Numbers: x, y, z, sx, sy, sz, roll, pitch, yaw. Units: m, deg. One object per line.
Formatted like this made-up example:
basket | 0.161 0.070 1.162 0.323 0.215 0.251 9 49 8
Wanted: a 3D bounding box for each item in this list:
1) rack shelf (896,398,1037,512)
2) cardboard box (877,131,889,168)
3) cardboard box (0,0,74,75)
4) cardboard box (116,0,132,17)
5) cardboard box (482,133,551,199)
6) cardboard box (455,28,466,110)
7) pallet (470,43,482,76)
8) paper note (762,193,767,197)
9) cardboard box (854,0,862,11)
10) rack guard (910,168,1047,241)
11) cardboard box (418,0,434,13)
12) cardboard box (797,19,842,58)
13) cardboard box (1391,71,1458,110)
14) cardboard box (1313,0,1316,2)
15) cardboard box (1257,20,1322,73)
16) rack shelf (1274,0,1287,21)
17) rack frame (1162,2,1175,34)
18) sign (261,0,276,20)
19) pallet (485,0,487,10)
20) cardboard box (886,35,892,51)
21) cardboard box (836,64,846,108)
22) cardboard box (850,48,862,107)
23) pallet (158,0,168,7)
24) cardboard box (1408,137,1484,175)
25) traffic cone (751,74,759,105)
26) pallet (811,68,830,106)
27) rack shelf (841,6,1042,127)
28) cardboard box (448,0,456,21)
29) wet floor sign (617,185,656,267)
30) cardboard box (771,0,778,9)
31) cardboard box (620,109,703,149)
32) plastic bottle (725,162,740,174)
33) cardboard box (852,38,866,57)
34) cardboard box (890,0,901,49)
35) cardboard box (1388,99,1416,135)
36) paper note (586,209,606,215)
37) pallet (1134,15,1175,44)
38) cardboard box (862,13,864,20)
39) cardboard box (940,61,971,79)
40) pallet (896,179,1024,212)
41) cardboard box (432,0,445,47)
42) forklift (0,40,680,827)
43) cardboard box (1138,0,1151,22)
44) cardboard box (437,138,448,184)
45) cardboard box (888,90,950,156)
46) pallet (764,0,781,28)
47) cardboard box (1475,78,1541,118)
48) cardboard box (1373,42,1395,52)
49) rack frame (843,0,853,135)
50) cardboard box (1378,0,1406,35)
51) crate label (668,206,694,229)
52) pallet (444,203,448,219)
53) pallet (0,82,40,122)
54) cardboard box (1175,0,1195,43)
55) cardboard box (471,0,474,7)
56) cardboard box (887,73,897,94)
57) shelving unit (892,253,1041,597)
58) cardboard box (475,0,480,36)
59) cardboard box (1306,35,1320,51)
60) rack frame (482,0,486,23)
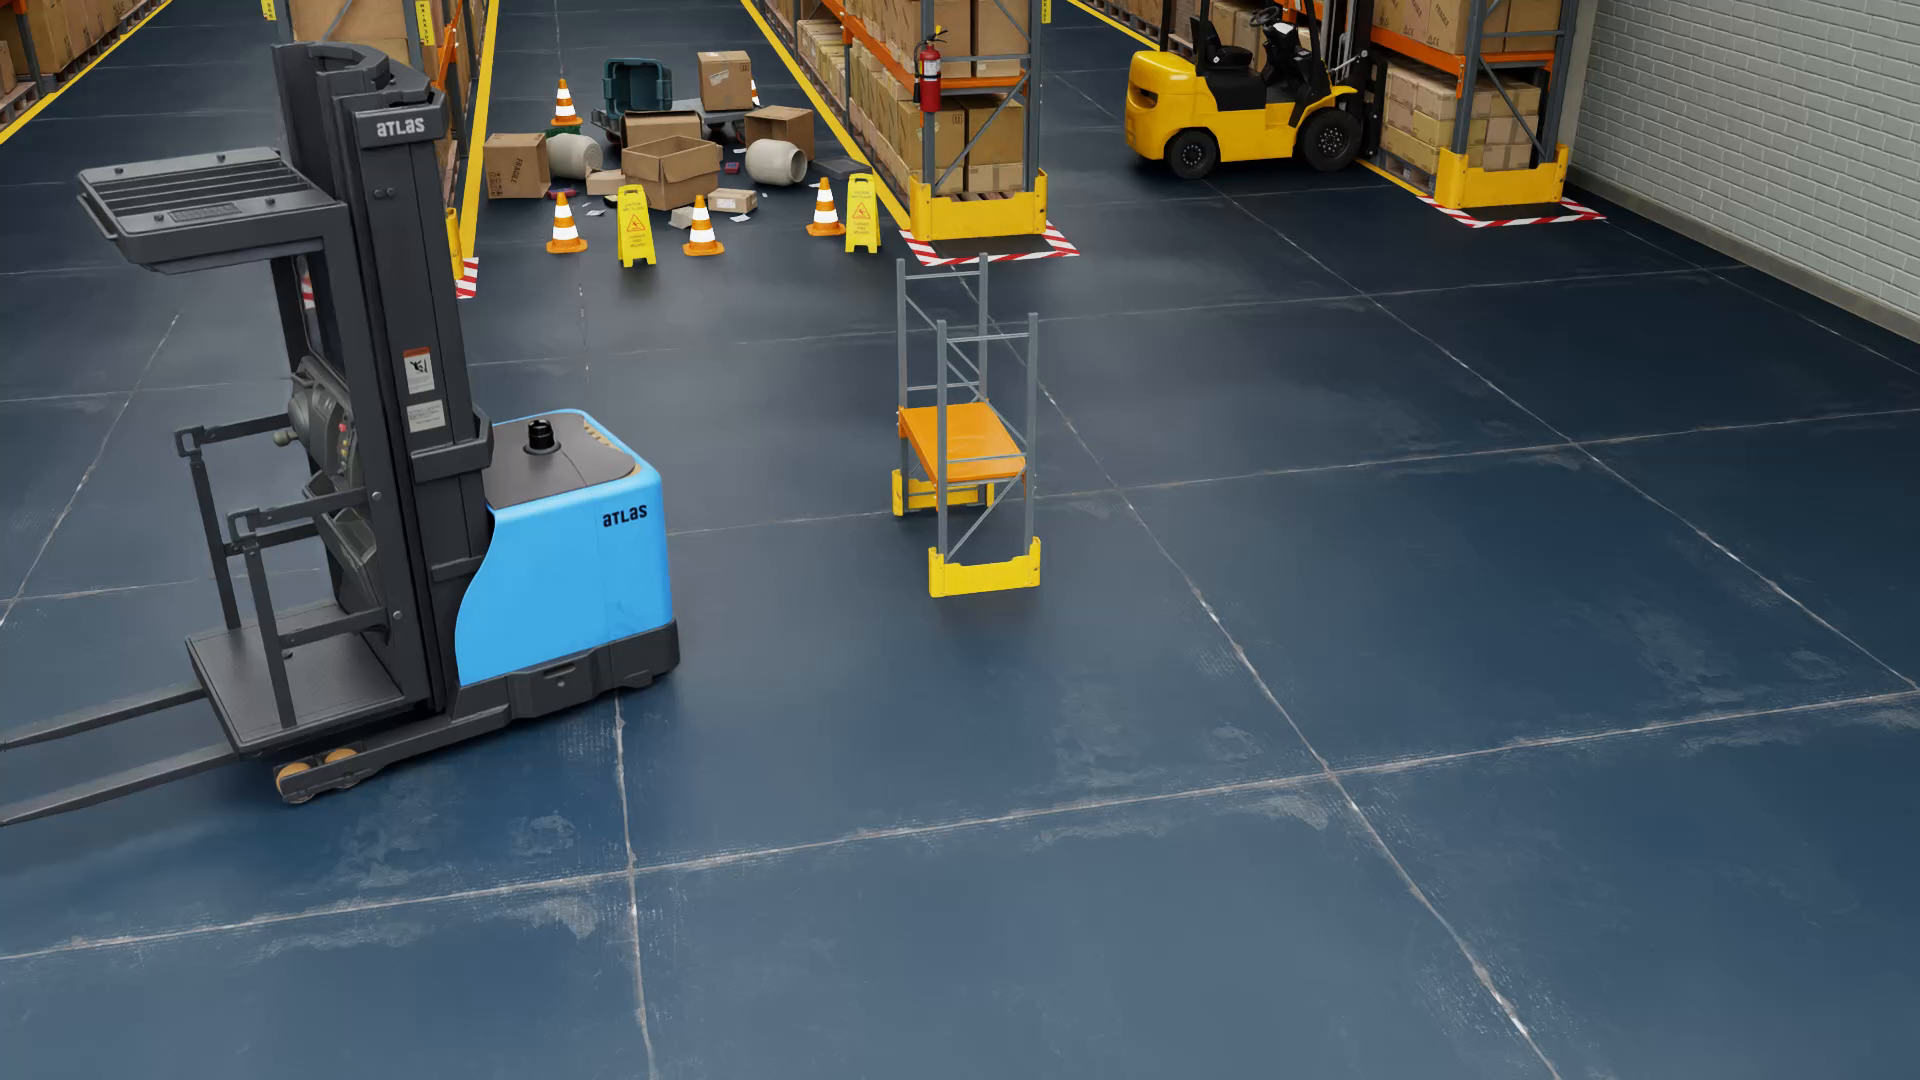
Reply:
rack shelf | 0.019 -0.472 8.919 0.538 0.185 1.000 -6 27 -12
cardboard box | -0.499 -3.759 15.954 0.500 0.250 0.500 -7 28 -13
cardboard box | -11.416 -6.064 19.826 1.225 0.875 0.875 -7 28 -14
cardboard box | -12.253 -7.812 23.291 0.875 0.875 0.875 -6 27 -12
cardboard box | -4.174 -3.531 15.688 0.500 0.500 0.500 -1 27 -3
cardboard box | -5.965 -5.093 18.043 1.050 0.750 0.750 -6 27 -12
pallet | -6.600 -6.077 21.056 1.003 0.211 1.213 -6 27 -12
paper note | -1.842 -3.255 15.688 0.032 0.001 0.123 -6 27 -12
cardboard box | -0.761 -5.508 16.392 0.500 0.500 0.500 -6 27 -12
rack guard | 0.160 -2.931 14.503 1.175 0.500 0.348 -6 27 -12
cardboard box | -4.876 -4.674 13.817 0.875 0.550 0.550 -6 27 -12
cardboard box | -1.508 -6.291 20.836 0.950 0.372 0.625 -8 28 -15
cardboard box | 4.484 -4.320 15.956 0.500 0.250 0.500 -5 27 -11
cardboard box | 3.957 -6.099 17.893 0.500 0.500 0.500 -7 28 -13
cardboard box | 3.983 -5.631 19.247 0.875 0.625 0.625 -5 27 -9
rack shelf | 3.660 -6.832 20.256 1.077 0.370 4.000 -6 27 -12
rack frame | 3.210 -8.032 21.834 1.000 3.000 0.127 -6 27 -12
sign | -5.154 -4.041 12.378 0.100 0.325 0.005 -6 27 -12
pallet | -7.791 -8.318 25.496 1.003 0.211 1.213 -6 27 -12
cardboard box | -0.472 -4.599 15.311 0.380 0.149 0.250 -6 27 -12
cardboard box | -0.845 -5.014 18.306 0.950 0.372 0.625 -6 27 -11
cardboard box | -0.854 -4.778 17.141 0.500 0.500 0.500 -5 27 -9
pallet | -12.827 -8.444 25.745 1.003 0.211 1.213 -6 27 -12
cardboard box | 4.599 -3.654 15.745 0.500 0.250 0.500 -6 27 -11
traffic cone | -2.367 -5.040 18.721 0.336 0.463 0.334 -6 27 -12
pallet | -1.179 -5.403 19.721 1.003 0.211 1.213 -6 27 -12
rack shelf | -0.273 -4.571 15.775 1.077 0.370 4.000 -6 27 -12
cardboard box | -5.380 -5.526 16.758 0.500 0.500 0.500 -6 27 -11
wet floor sign | -2.687 -2.604 13.693 0.267 0.644 0.232 -11 29 -20
cardboard box | -2.309 -8.257 24.172 0.875 0.875 0.875 -5 27 -10
cardboard box | -2.904 -3.884 16.236 0.797 0.637 0.503 -6 27 -12
plastic bottle | -2.260 -3.701 16.515 0.133 0.061 0.283 -1 27 -3
cardboard box | -0.884 -5.007 16.874 0.380 0.149 0.250 -6 27 -11
cardboard box | -0.322 -4.622 14.637 0.500 0.500 0.500 -6 27 -11
cardboard box | 4.496 -4.106 16.087 0.500 0.250 0.500 -6 27 -12
paper note | -3.312 -2.983 15.128 0.144 0.017 0.142 3 27 6
pallet | 3.078 -7.118 23.119 1.003 0.211 1.213 -6 27 -12
cardboard box | -0.769 -5.268 16.636 0.380 0.149 0.250 -6 27 -12
cardboard box | -0.115 -4.044 14.212 0.380 0.149 0.250 -5 27 -10
pallet | 0.012 -3.163 15.282 1.003 0.211 1.213 -6 27 -12
cardboard box | -5.283 -4.890 15.443 0.875 0.550 0.550 -6 27 -12
forklift | -2.846 -0.466 6.920 3.031 2.935 1.130 -17 31 -30
cardboard box | 2.802 -7.488 23.064 0.500 0.500 0.500 -6 27 -12
cardboard box | -5.244 -3.783 15.309 0.875 0.875 0.875 -6 27 -11
cardboard box | -0.378 -3.863 15.327 0.500 0.500 0.500 -5 27 -10
pallet | -2.280 -7.706 24.283 1.003 0.211 1.213 -6 27 -12
cardboard box | 5.089 -4.156 15.631 0.500 0.250 0.500 -6 27 -12
cardboard box | 4.640 -5.041 17.385 0.500 0.250 0.500 -6 27 -11
rack frame | -0.724 -5.770 17.353 1.000 3.000 0.127 -6 27 -12
cardboard box | 4.422 -5.207 16.127 0.500 0.500 0.500 -6 27 -13
crate label | -2.419 -2.871 14.785 0.250 0.136 0.298 -23 35 -38
pallet | -4.879 -2.565 14.098 1.003 0.211 1.213 -6 27 -12
pallet | -11.106 -4.932 18.786 1.003 0.211 1.213 -6 27 -12
cardboard box | 3.337 -6.884 21.729 0.875 0.625 0.625 -5 27 -10
cardboard box | -6.459 -6.935 21.137 0.500 0.250 0.500 -6 27 -12
cardboard box | -0.459 -4.188 15.253 0.380 0.149 0.250 -5 27 -11
shelving unit | 0.017 -0.636 8.846 0.587 1.500 1.083 -6 27 -12
cardboard box | -6.573 -6.832 21.765 0.500 0.500 0.500 -7 28 -13
cardboard box | 4.020 -5.212 17.723 0.500 0.250 0.500 -6 27 -12
rack frame | -7.327 -8.735 23.227 1.000 3.000 0.127 -6 27 -12
